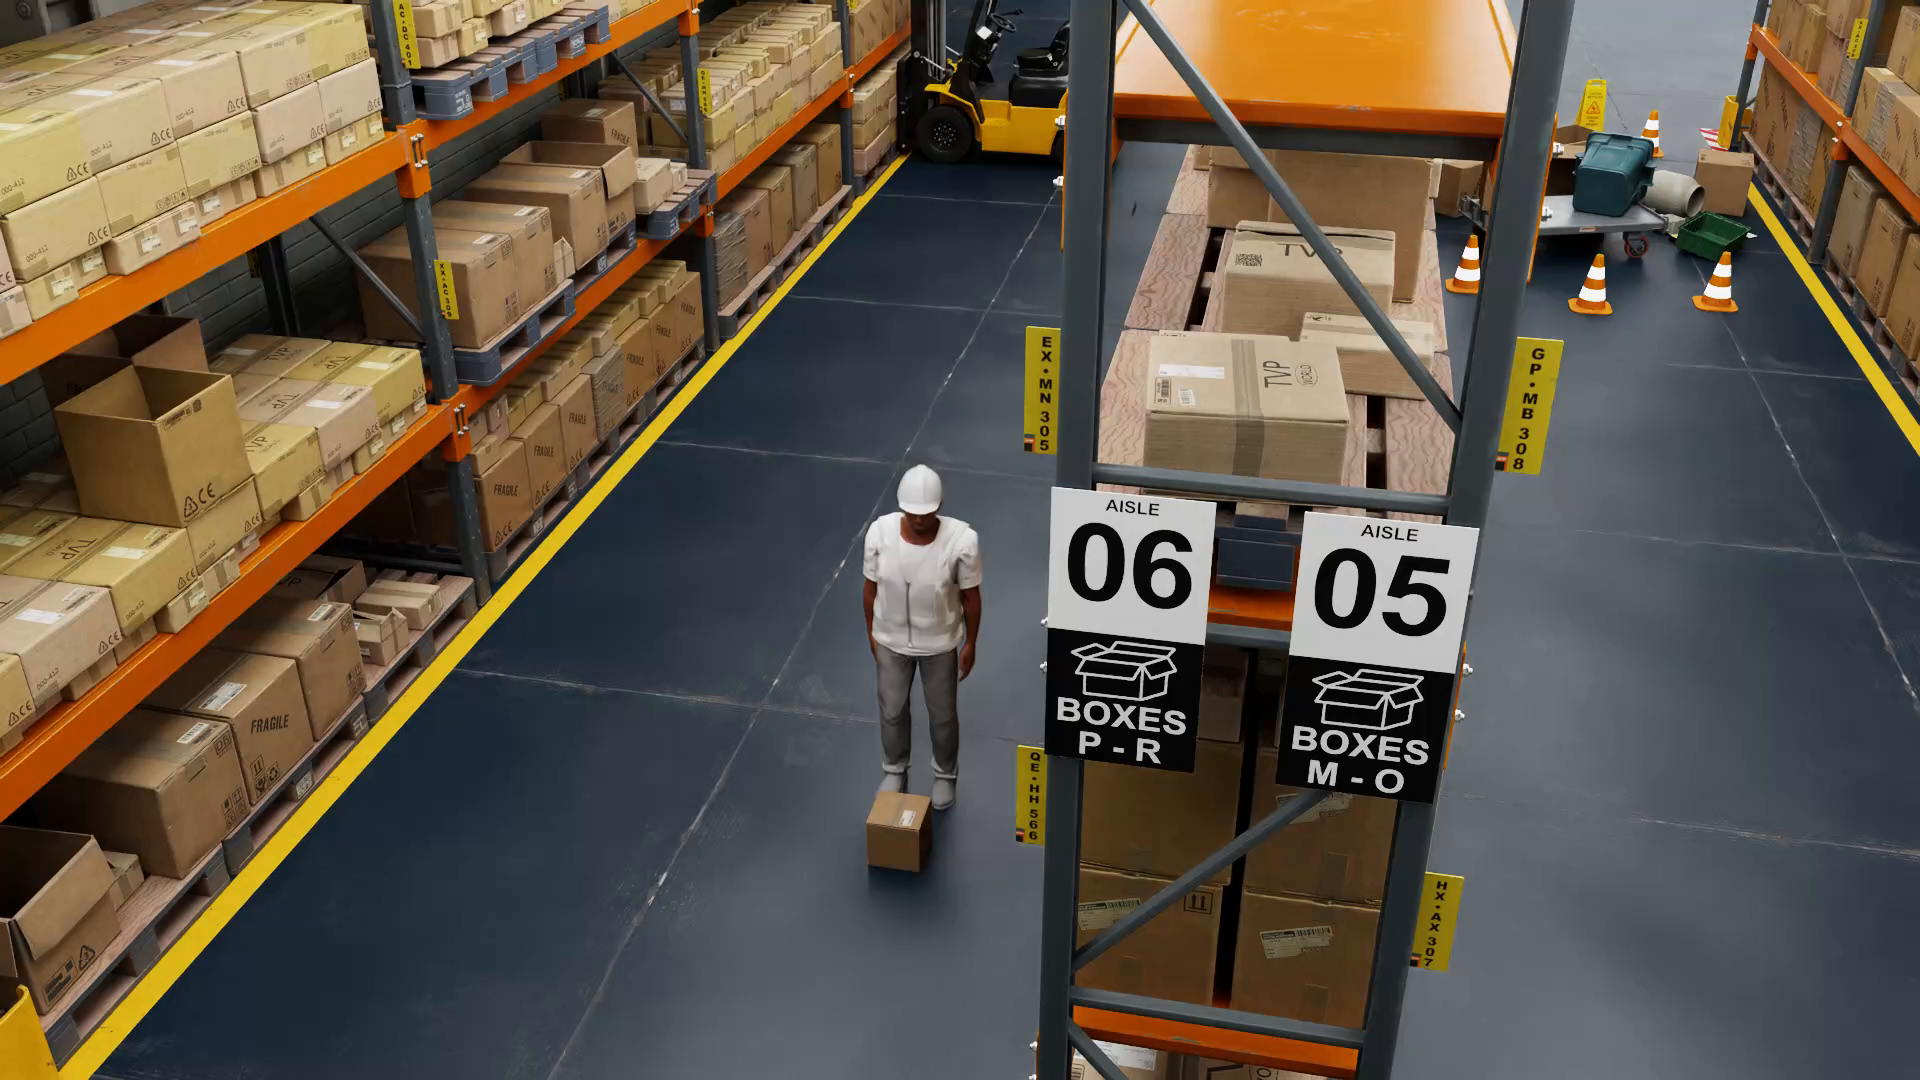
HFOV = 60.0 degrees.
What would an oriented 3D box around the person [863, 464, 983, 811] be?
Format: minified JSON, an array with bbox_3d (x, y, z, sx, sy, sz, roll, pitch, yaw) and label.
[{"bbox_3d":[-0.181,0.458,7.760,0.565,1.763,0.364,6,29,10],"label":"person"}]
